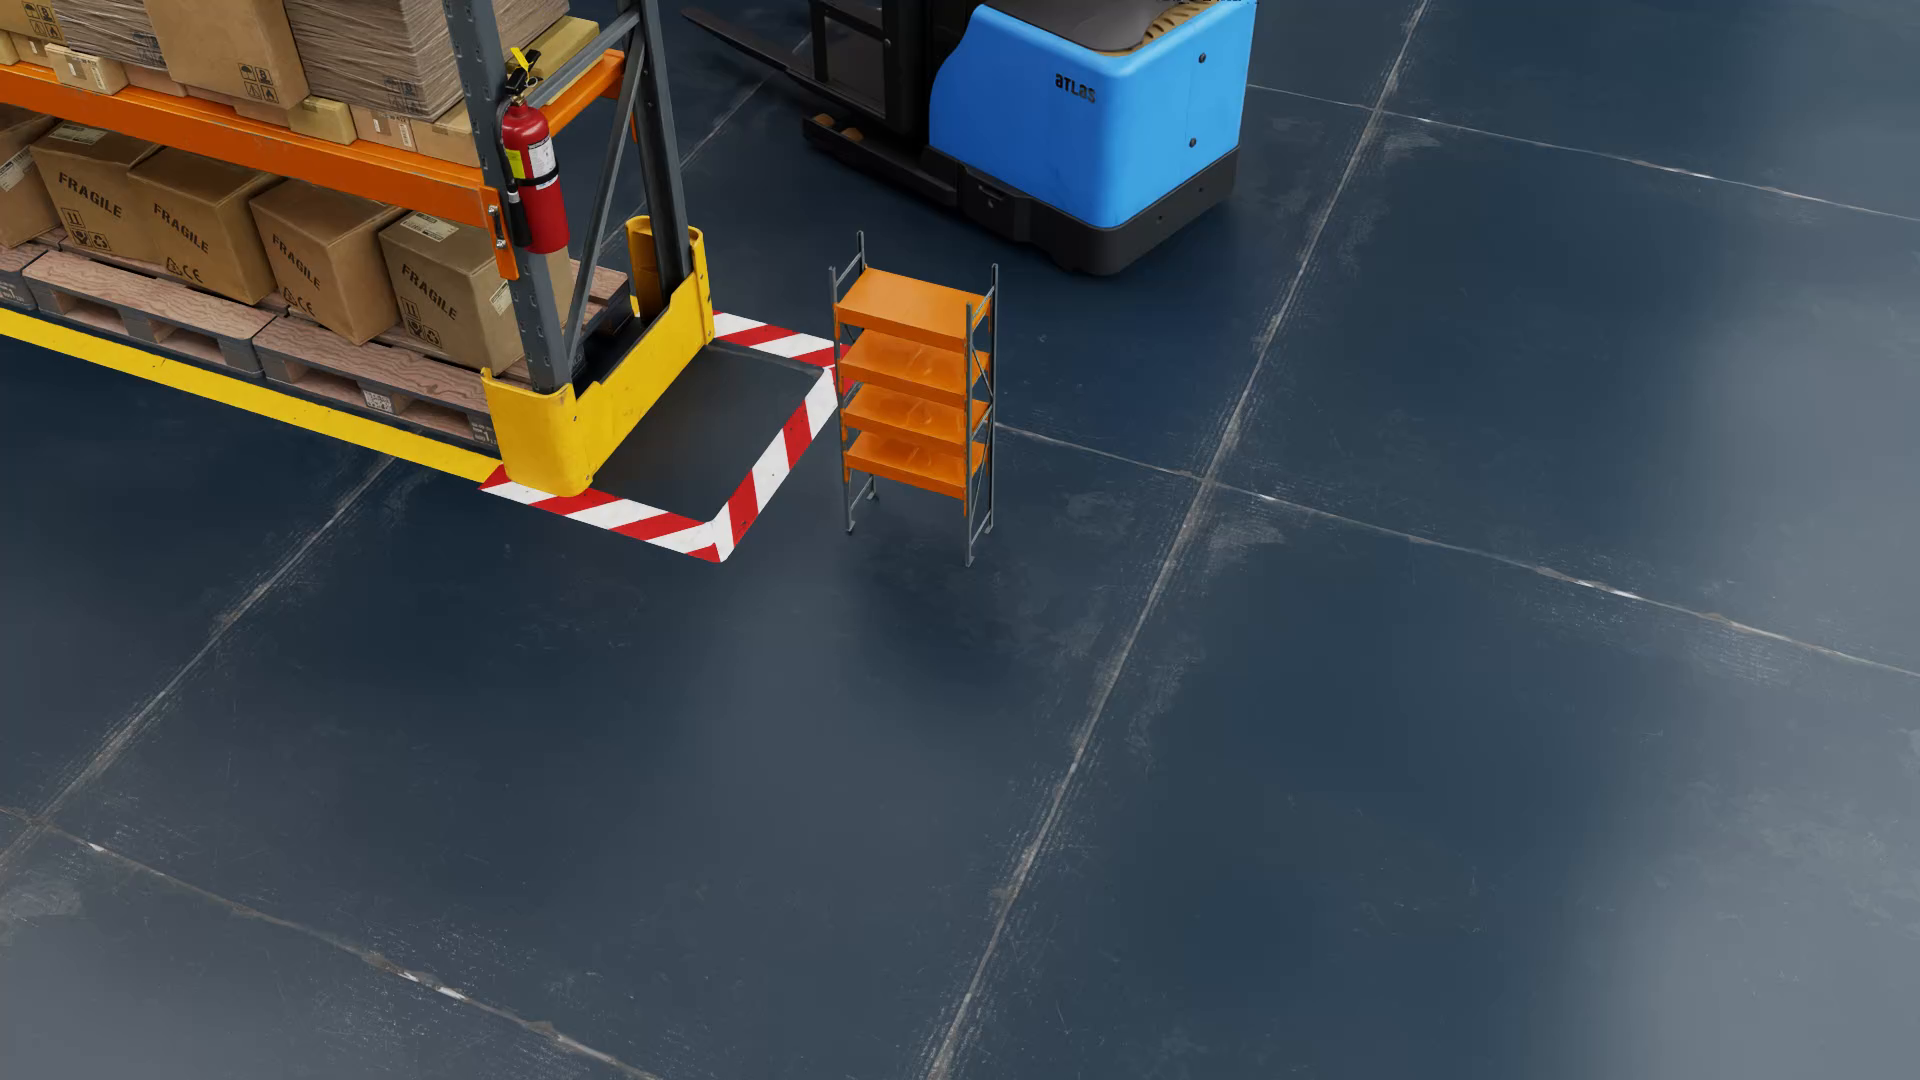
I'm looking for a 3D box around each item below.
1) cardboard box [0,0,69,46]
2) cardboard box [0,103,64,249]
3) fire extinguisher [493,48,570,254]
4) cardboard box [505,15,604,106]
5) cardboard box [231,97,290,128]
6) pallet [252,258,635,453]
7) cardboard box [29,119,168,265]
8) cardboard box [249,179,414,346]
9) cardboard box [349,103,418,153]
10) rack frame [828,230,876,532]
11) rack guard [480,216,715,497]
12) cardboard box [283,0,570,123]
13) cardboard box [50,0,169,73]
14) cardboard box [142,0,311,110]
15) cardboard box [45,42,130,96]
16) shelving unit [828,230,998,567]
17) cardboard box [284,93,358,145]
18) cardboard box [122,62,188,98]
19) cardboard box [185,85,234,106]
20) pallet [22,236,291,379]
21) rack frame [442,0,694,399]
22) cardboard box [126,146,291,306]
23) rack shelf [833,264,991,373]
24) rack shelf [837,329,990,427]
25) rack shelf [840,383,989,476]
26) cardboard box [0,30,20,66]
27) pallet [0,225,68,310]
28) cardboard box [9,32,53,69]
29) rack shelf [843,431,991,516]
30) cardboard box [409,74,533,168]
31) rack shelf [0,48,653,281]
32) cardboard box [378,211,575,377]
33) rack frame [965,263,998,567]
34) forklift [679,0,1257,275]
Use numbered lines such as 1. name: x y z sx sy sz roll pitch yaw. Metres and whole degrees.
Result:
1. cardboard box: -3.251 -2.293 6.146 0.500 0.500 0.875 16 47 16
2. cardboard box: -4.151 -1.684 7.290 0.500 0.500 0.500 32 53 28
3. fire extinguisher: -1.416 -1.261 5.446 0.183 0.674 0.296 16 47 16
4. cardboard box: -1.516 -1.763 6.074 0.250 0.149 0.380 16 47 16
5. cardboard box: -2.393 -1.654 5.964 0.250 0.149 0.380 16 47 16
6. pallet: -2.151 -0.896 7.000 1.213 0.211 1.003 16 47 16
7. cardboard box: -3.548 -1.566 7.172 0.500 0.500 0.500 13 46 12
8. cardboard box: -2.479 -1.203 6.807 0.500 0.500 0.500 29 52 26
9. cardboard box: -1.917 -1.542 5.851 0.250 0.149 0.380 16 47 16
10. rack frame: -0.378 -0.537 5.939 0.015 1.200 0.240 16 47 16
11. rack guard: -1.415 -0.754 6.654 0.348 0.500 1.175 16 47 16
12. cardboard box: -1.841 -1.928 5.779 0.500 0.500 0.875 16 47 16
13. cardboard box: -2.794 -2.149 6.002 0.500 0.500 0.875 16 47 16
14. cardboard box: -2.349 -1.986 5.837 0.500 0.500 0.875 16 47 16
15. cardboard box: -3.112 -1.813 6.123 0.250 0.149 0.380 16 47 16
16. shelving unit: -0.153 -0.470 5.872 0.503 1.200 0.258 16 47 16
17. cardboard box: -2.168 -1.576 5.886 0.250 0.149 0.380 16 47 16
18. cardboard box: -2.847 -1.803 6.113 0.250 0.149 0.380 16 47 16
19. cardboard box: -2.607 -1.749 6.059 0.250 0.149 0.380 16 47 16
20. pallet: -3.273 -1.228 7.334 1.213 0.211 1.003 16 47 16
21. rack frame: -1.344 -1.620 5.751 0.127 3.000 1.000 16 47 16
22. cardboard box: -3.050 -1.385 6.990 0.500 0.500 0.500 21 48 19
23. rack shelf: -0.153 -0.749 5.595 0.480 0.148 0.258 16 47 16
24. rack shelf: -0.153 -0.581 5.762 0.480 0.148 0.258 16 47 16
25. rack shelf: -0.153 -0.423 5.919 0.480 0.148 0.258 16 47 16
26. cardboard box: -3.564 -1.964 6.275 0.250 0.149 0.380 16 47 16
27. pallet: -4.403 -1.558 7.666 1.213 0.211 1.003 16 47 16
28. cardboard box: -3.316 -1.926 6.237 0.250 0.149 0.380 16 47 16
29. rack shelf: -0.153 -0.282 6.059 0.480 0.148 0.258 16 47 16
30. cardboard box: -1.687 -1.474 5.783 0.250 0.149 0.380 16 47 16
31. rack shelf: -3.190 -1.908 6.551 4.000 0.370 1.077 16 47 16
32. cardboard box: -1.914 -1.063 6.666 0.500 0.500 0.500 25 50 23
33. rack frame: 0.072 -0.404 5.805 0.015 1.200 0.240 16 47 16
34. forklift: -0.132 -3.113 7.300 3.031 2.935 1.130 33 53 28
